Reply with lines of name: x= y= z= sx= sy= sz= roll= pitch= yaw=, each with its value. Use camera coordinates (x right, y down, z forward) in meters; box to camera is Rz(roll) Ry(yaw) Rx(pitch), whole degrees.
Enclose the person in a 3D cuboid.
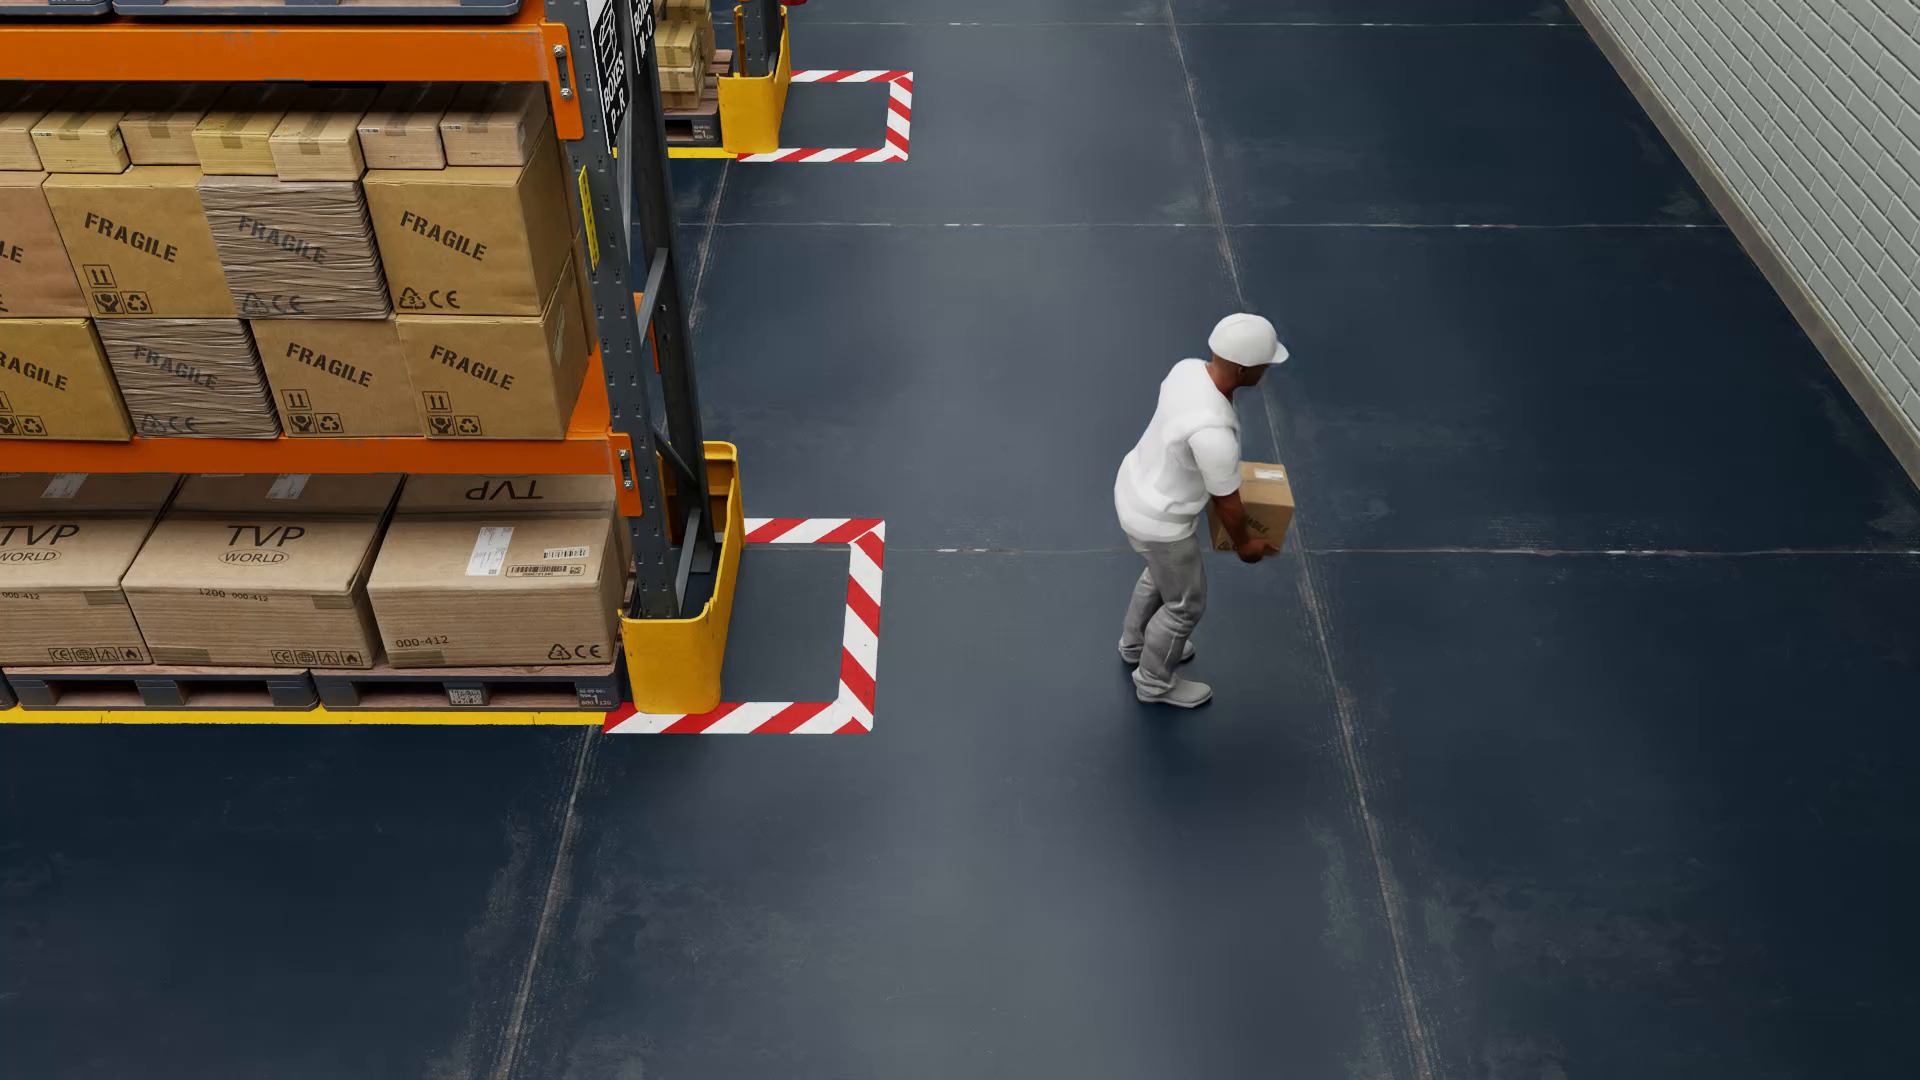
person: x=0.890 y=-0.110 z=6.307 sx=0.609 sy=1.719 sz=0.498 roll=-1 pitch=39 yaw=-1
